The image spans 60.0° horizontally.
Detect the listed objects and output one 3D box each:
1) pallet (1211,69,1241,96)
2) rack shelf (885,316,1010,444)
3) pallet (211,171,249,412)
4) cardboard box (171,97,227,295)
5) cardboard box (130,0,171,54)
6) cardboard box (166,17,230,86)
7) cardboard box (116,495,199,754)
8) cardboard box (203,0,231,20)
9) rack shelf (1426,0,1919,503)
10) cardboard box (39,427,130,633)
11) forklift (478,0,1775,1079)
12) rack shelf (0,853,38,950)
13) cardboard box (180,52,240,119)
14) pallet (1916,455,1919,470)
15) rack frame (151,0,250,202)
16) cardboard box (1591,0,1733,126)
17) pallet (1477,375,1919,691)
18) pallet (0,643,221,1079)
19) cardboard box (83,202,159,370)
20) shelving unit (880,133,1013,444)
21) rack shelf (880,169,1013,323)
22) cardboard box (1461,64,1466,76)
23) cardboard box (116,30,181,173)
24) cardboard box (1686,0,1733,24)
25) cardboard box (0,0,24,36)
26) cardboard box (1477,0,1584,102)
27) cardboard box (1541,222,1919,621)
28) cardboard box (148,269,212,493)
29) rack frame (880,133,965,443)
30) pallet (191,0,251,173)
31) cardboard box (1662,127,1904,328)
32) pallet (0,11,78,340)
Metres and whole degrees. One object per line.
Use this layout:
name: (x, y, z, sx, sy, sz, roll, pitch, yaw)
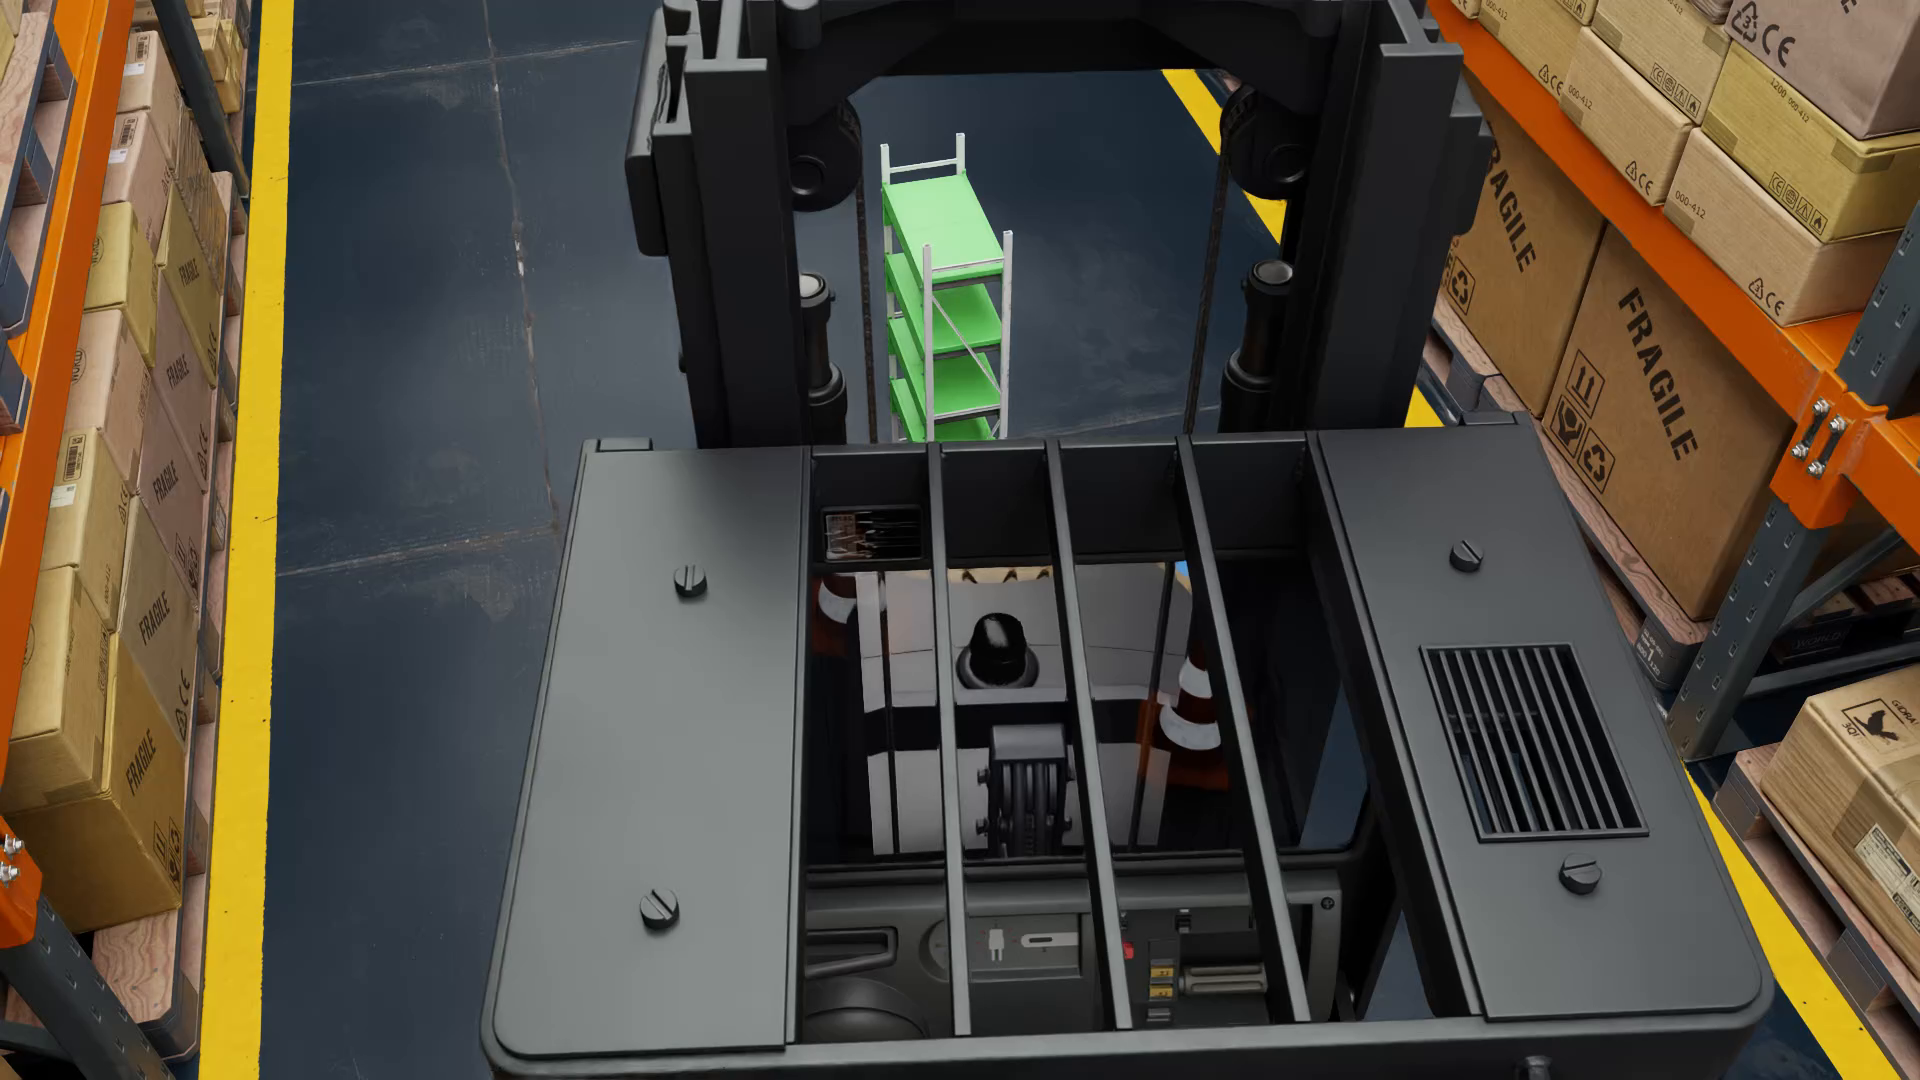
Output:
pallet: (1.726, -1.821, 6.887, 1.003, 0.211, 1.213, -11, 47, -10)
rack shelf: (-0.042, -0.490, 4.979, 0.258, 0.148, 0.480, -11, 47, -10)
pallet: (-3.103, -0.828, 5.914, 1.003, 0.211, 1.213, -11, 47, -10)
cardboard box: (-2.871, -1.148, 5.731, 0.500, 0.500, 0.500, -12, 47, -11)
cardboard box: (-3.192, -1.974, 6.370, 0.380, 0.149, 0.250, -9, 46, -9)
cardboard box: (-3.087, -1.903, 6.509, 0.380, 0.149, 0.250, -9, 46, -8)
cardboard box: (-2.346, 0.267, 4.345, 0.500, 0.500, 0.500, -10, 46, -10)
cardboard box: (-3.269, -2.146, 6.955, 0.380, 0.149, 0.250, -11, 47, -11)
rack shelf: (1.967, -1.684, 5.303, 1.077, 0.370, 4.000, -11, 47, -10)
cardboard box: (-2.352, 0.015, 4.066, 0.500, 0.250, 0.500, -11, 47, -11)
forklift: (0.127, 0.805, 2.409, 1.130, 2.935, 3.031, -2, 46, -2)
rack shelf: (-1.768, 2.053, 1.642, 1.077, 0.370, 4.000, -11, 47, -10)
cardboard box: (-3.087, -1.801, 6.616, 0.380, 0.149, 0.250, -13, 47, -12)
pallet: (2.765, -0.015, 3.299, 1.213, 0.211, 1.003, -11, 47, -10)
rack frame: (-3.304, -2.341, 5.444, 1.000, 3.000, 0.127, -11, 47, -10)
cardboard box: (1.975, -1.318, 4.197, 0.500, 0.250, 0.500, -12, 47, -11)
pallet: (2.350, -0.137, 5.236, 1.003, 0.211, 1.213, -11, 47, -10)
pallet: (-2.479, 0.857, 4.263, 1.003, 0.211, 1.213, -11, 47, -10)
cardboard box: (-2.601, -0.688, 4.755, 0.500, 0.250, 0.500, -13, 47, -12)
shelving unit: (-0.042, -0.534, 4.933, 0.258, 1.200, 0.503, -11, 47, -10)
rack shelf: (-0.042, -0.825, 4.636, 0.258, 0.148, 0.480, -11, 47, -10)
cardboard box: (1.930, -1.684, 5.994, 0.875, 0.875, 0.875, -9, 46, -9)
cardboard box: (-2.869, -1.408, 5.461, 0.500, 0.250, 0.500, -12, 47, -11)
cardboard box: (1.955, -1.601, 3.949, 0.500, 0.500, 0.500, -10, 46, -10)
cardboard box: (-2.741, -1.447, 4.449, 0.380, 0.149, 0.250, -13, 47, -12)
cardboard box: (1.840, -1.504, 4.729, 0.500, 0.250, 0.500, -11, 47, -11)
cardboard box: (2.383, -0.450, 4.784, 0.875, 0.875, 0.875, -11, 47, -11)
cardboard box: (-2.613, -0.439, 5.036, 0.500, 0.500, 0.500, -12, 47, -11)
rack frame: (-0.105, -0.703, 5.099, 0.240, 1.200, 0.015, -11, 47, -10)
pallet: (-3.510, -1.823, 6.888, 1.003, 0.211, 1.213, -11, 47, -10)
cardboard box: (2.099, -0.804, 4.042, 0.500, 0.250, 0.500, -12, 47, -12)
pallet: (-2.826, -0.872, 4.138, 1.003, 0.211, 1.213, -11, 47, -10)
